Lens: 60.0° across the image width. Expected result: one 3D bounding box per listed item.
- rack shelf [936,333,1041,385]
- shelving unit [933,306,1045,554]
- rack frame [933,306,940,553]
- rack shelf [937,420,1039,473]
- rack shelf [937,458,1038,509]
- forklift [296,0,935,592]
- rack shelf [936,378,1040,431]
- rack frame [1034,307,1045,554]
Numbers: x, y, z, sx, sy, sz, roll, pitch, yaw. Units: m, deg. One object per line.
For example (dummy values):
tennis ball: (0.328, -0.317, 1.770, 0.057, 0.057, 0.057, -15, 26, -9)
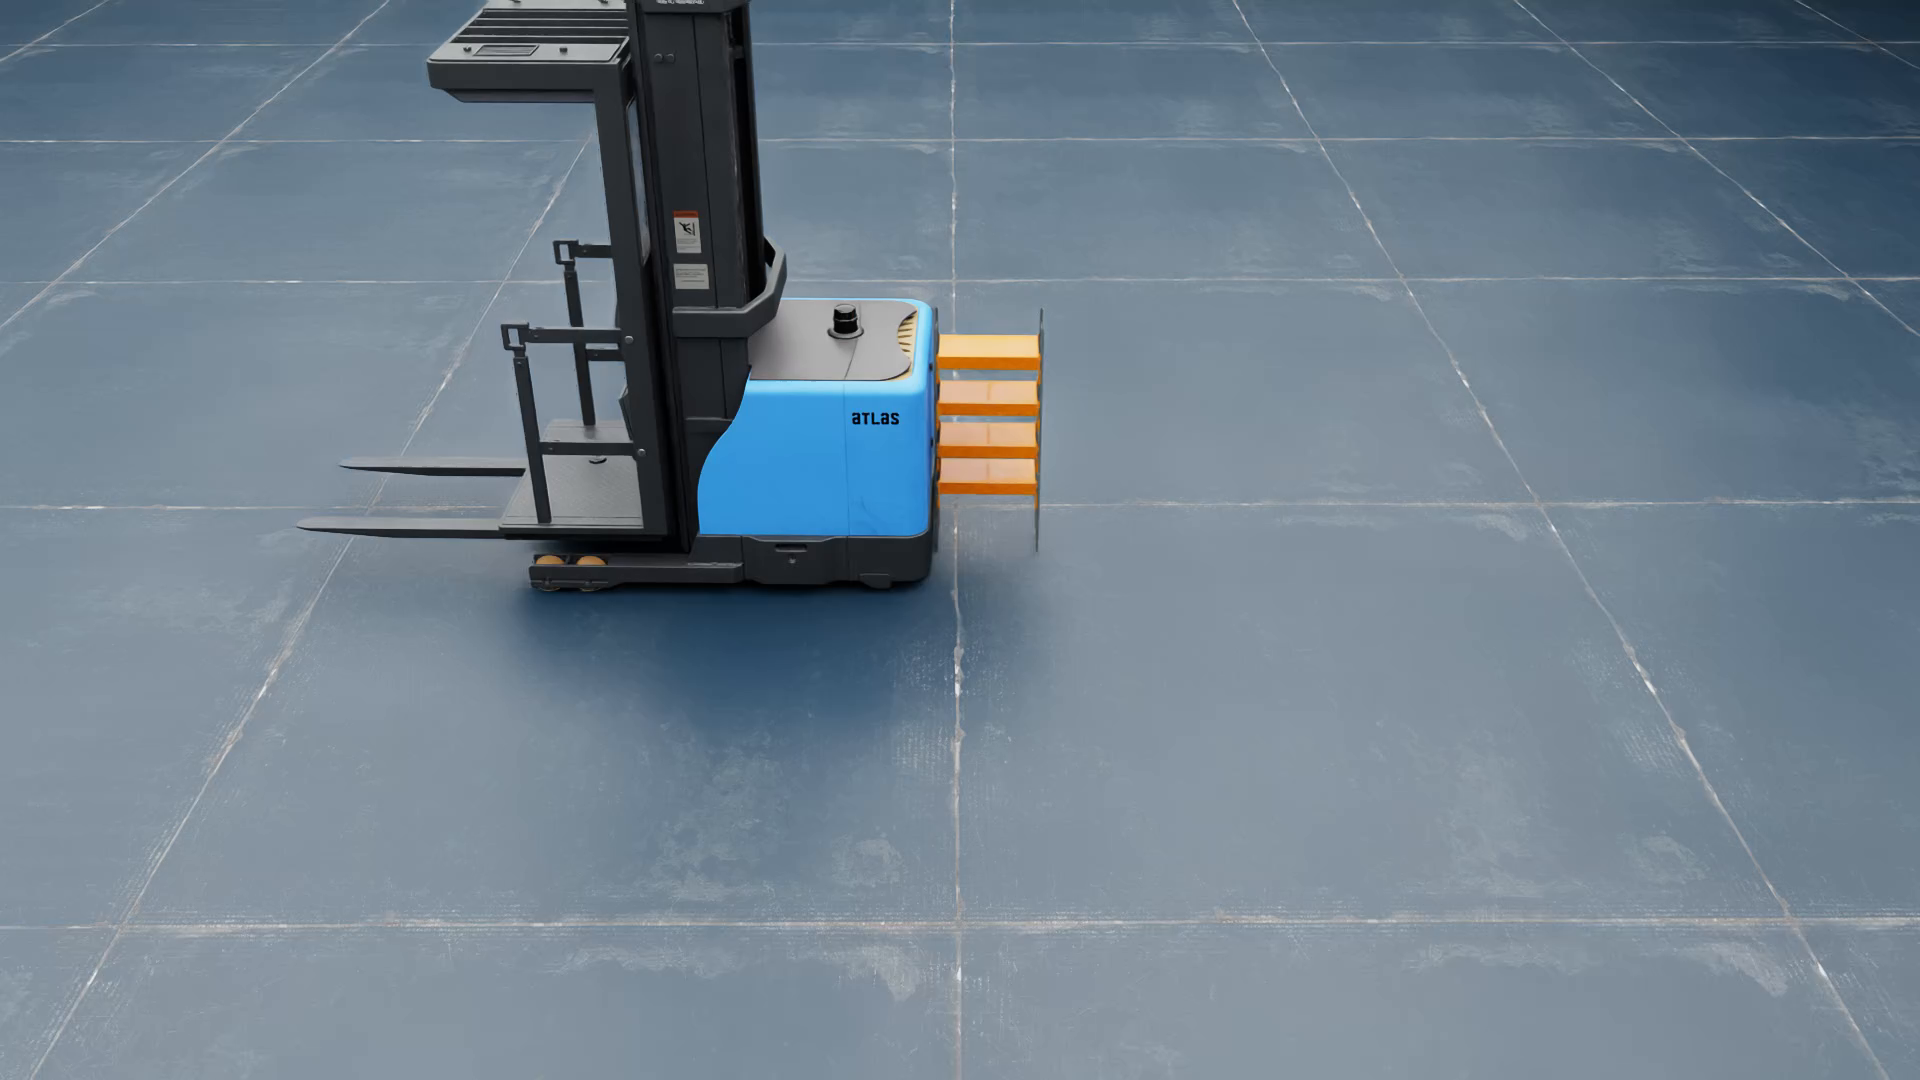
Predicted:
rack shelf: (0.133, -0.843, 7.726, 0.480, 0.148, 0.258, 1, 31, 1)
shelving unit: (0.133, -0.507, 7.930, 0.503, 1.200, 0.258, 1, 31, 1)
rack frame: (-0.111, -0.510, 7.934, 0.015, 1.200, 0.240, 1, 31, 1)
rack shelf: (0.133, -0.450, 7.965, 0.480, 0.148, 0.258, 1, 31, 1)
rack shelf: (0.133, -0.280, 8.068, 0.480, 0.148, 0.258, 1, 31, 1)
forklift: (-1.646, -1.283, 7.539, 3.031, 2.935, 1.130, 1, 31, 1)
rack shelf: (0.133, -0.641, 7.848, 0.480, 0.148, 0.258, 1, 31, 1)
rack frame: (0.377, -0.505, 7.926, 0.015, 1.200, 0.240, 1, 31, 1)
